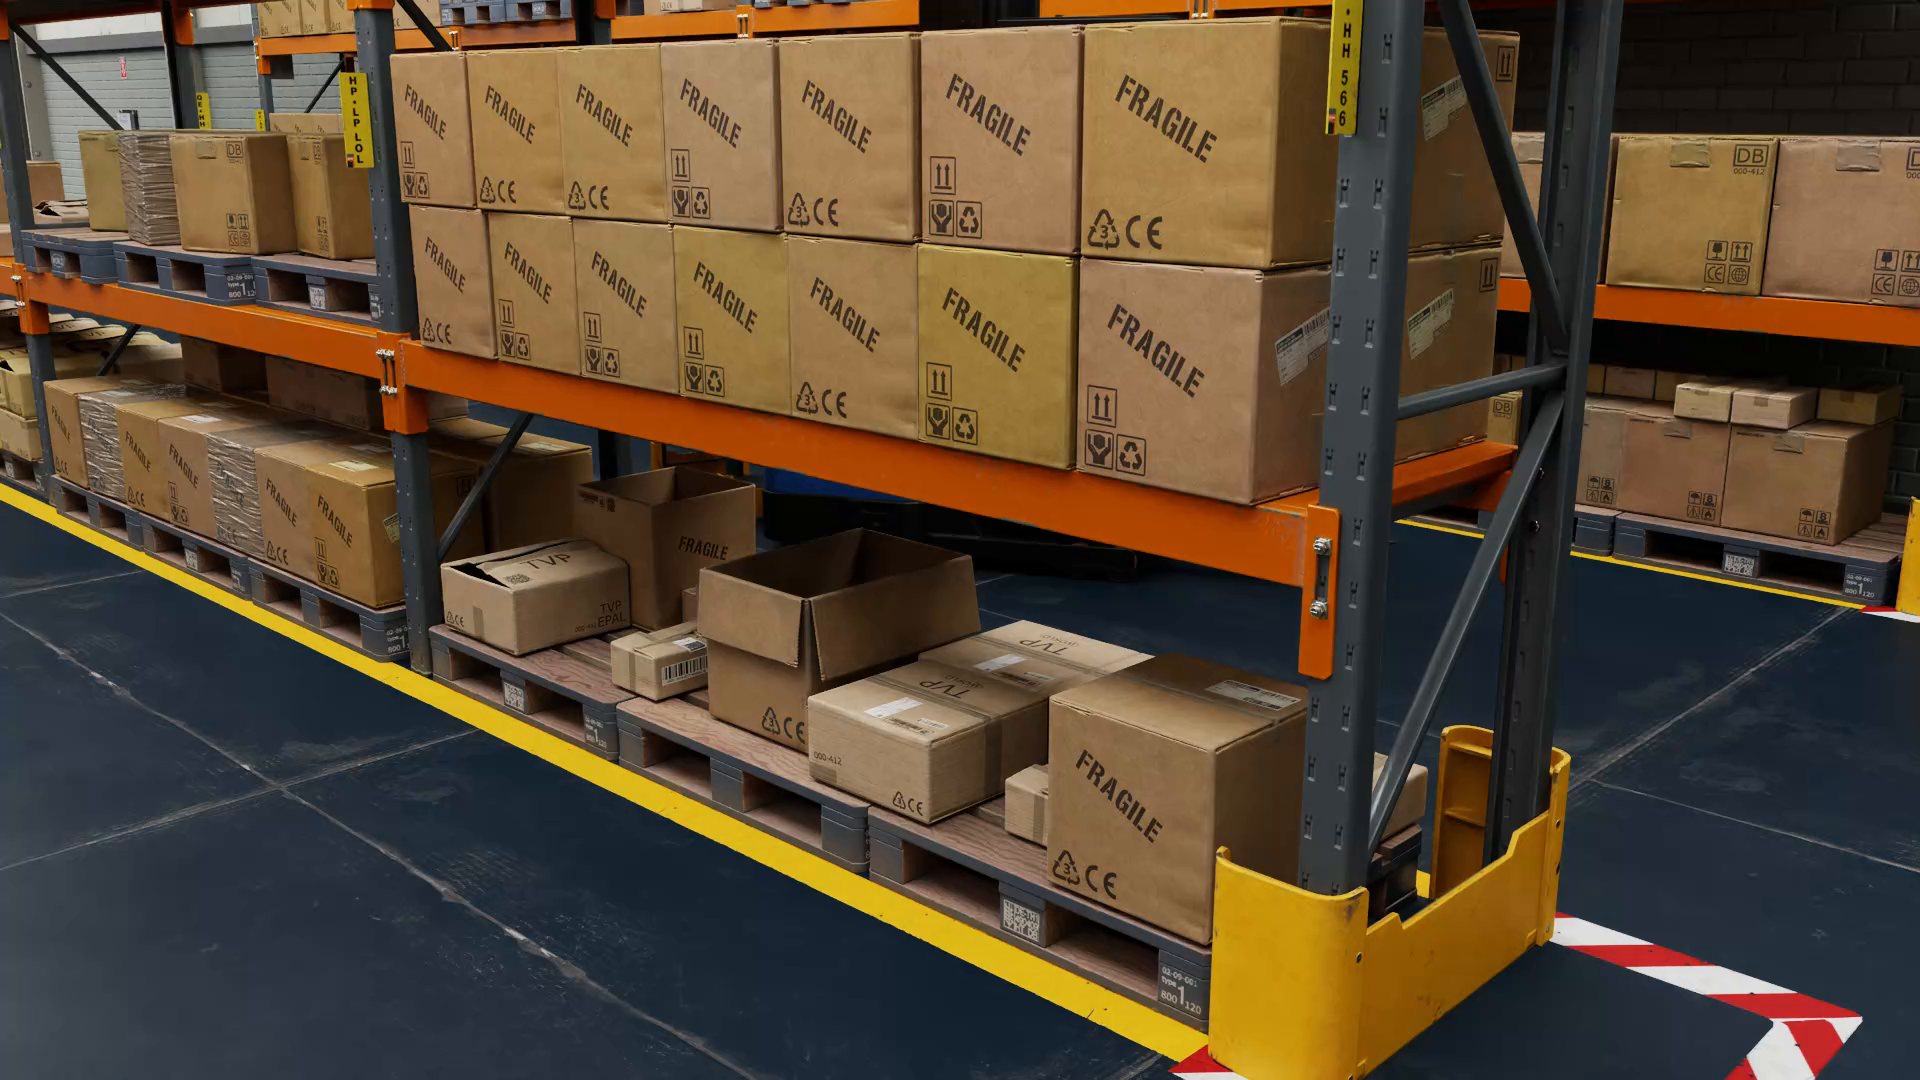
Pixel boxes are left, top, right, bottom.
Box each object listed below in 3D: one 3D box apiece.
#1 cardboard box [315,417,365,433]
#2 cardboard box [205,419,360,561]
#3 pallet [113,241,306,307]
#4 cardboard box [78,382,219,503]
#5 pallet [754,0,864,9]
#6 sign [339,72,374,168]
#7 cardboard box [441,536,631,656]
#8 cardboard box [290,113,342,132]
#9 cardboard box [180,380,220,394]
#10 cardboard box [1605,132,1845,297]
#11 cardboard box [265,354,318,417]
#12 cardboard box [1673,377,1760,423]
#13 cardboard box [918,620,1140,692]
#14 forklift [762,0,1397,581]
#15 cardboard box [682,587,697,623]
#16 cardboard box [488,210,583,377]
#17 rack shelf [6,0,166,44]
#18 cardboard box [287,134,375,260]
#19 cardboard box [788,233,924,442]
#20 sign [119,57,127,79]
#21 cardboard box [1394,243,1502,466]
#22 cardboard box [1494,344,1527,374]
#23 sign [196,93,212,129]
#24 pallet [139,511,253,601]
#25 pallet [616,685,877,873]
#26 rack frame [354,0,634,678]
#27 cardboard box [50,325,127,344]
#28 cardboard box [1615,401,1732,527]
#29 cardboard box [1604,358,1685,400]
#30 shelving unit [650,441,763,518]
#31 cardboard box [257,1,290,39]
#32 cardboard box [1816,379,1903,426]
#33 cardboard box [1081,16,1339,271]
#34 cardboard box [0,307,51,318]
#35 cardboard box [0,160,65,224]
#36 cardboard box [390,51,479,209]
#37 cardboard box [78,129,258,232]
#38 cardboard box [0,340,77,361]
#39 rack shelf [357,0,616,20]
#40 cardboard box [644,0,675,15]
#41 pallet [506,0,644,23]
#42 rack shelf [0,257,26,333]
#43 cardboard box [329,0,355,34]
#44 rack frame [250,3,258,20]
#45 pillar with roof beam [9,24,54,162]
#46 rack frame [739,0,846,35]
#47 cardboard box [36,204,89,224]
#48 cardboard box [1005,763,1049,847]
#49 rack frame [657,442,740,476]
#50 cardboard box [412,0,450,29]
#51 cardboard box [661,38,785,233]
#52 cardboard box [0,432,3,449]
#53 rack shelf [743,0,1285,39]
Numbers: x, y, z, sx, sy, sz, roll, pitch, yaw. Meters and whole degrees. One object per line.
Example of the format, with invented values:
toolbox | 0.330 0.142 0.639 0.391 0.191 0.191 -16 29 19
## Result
cardboard box | -2.673 -0.334 7.851 0.500 0.500 0.500 14 20 43
cardboard box | -3.012 -0.235 7.472 0.500 0.500 0.500 14 20 43
pallet | -3.224 -1.290 7.813 1.213 0.211 1.003 14 20 42
cardboard box | -4.117 -0.503 8.499 0.500 0.500 0.500 13 19 40
pallet | -0.691 -3.879 11.795 1.213 0.211 1.003 -13 20 -42
sign | -2.130 -1.481 5.870 0.005 0.325 0.100 14 20 42
cardboard box | -1.595 0.179 6.256 0.500 0.311 0.500 14 20 42
cardboard box | -6.466 -4.095 16.971 0.500 0.500 0.500 14 20 42
cardboard box | -3.791 -0.604 8.887 0.500 0.500 0.500 -14 20 -42
cardboard box | 3.662 -1.580 7.950 0.700 0.700 0.980 13 20 42
cardboard box | -3.008 -0.780 8.073 0.500 0.250 0.500 13 20 41
cardboard box | 3.591 -0.668 7.883 0.380 0.149 0.250 -14 20 -43
cardboard box | 0.218 0.474 5.244 0.500 0.250 0.500 14 20 42
forklift | 0.604 -1.375 7.898 3.031 2.935 1.130 4 15 15
cardboard box | -0.829 0.248 6.314 0.250 0.149 0.380 14 20 42
cardboard box | -1.199 -0.843 5.519 0.500 0.500 0.500 14 20 43
rack shelf | -6.067 -3.175 10.148 4.000 0.370 1.077 14 20 42
cardboard box | -2.472 -1.506 7.231 0.700 0.500 0.500 -11 18 -35
cardboard box | -0.110 -0.578 4.502 0.500 0.500 0.500 14 20 43
sign | -11.854 -6.687 23.550 0.199 0.298 0.001 14 20 42
cardboard box | 0.996 -0.496 4.187 0.500 0.500 0.500 -14 20 -43
cardboard box | 2.941 -0.959 9.001 0.250 0.149 0.380 14 20 43
sign | -4.257 -2.344 9.340 0.005 0.325 0.100 14 20 42
pallet | -3.242 -0.022 8.096 1.213 0.211 1.003 14 20 42
pallet | -0.371 0.661 5.475 1.213 0.211 1.003 14 20 42
rack frame | -1.747 -1.022 6.405 0.127 3.000 1.000 14 20 42
cardboard box | -5.550 -1.191 10.562 0.500 0.311 0.500 13 19 41
cardboard box | 3.634 -0.407 8.170 0.500 0.500 0.700 14 20 42
cardboard box | 3.495 -0.825 8.486 0.250 0.149 0.380 14 20 43
shelving unit | -1.270 -0.974 9.195 0.587 1.500 1.083 -9 17 -30
cardboard box | -6.883 -5.428 17.126 0.500 0.500 0.500 -14 20 -43
cardboard box | 4.223 -0.648 7.808 0.250 0.149 0.380 14 20 43
cardboard box | 0.621 -0.882 3.687 0.500 0.500 0.500 13 20 42
cardboard box | -6.637 -1.457 11.584 0.500 0.311 0.500 -14 20 -43
cardboard box | -5.846 -2.061 10.195 0.500 0.500 0.500 12 19 39
cardboard box | -1.603 -1.421 5.754 0.500 0.500 0.500 -14 20 -43
cardboard box | -4.095 -1.884 8.682 0.500 0.500 0.700 7 16 24
cardboard box | -5.554 -1.003 9.840 0.500 0.311 0.500 13 20 41
rack shelf | -0.308 -1.775 4.774 4.000 0.370 1.077 14 20 42
cardboard box | -2.060 -4.377 13.087 0.797 0.503 0.637 -11 18 -37
pallet | -2.951 -4.374 13.694 1.003 0.211 1.213 14 20 42
rack shelf | -6.067 -1.724 10.526 4.000 0.370 1.077 14 20 42
cardboard box | -5.744 -5.147 16.050 0.500 0.500 0.500 -13 19 -41
rack frame | -6.950 -6.925 17.162 0.127 3.000 1.000 14 20 42
pillar with roof beam | -17.473 -8.278 22.356 0.400 9.000 9.100 14 20 42
rack frame | -1.191 -2.622 12.545 0.127 3.000 1.000 14 20 42
cardboard box | -4.858 -1.750 9.378 0.500 0.311 0.500 -13 19 -41
cardboard box | 0.341 0.699 4.548 0.250 0.166 0.380 14 20 42
rack frame | -1.534 -1.086 9.626 0.500 1.500 0.032 -9 17 -30
cardboard box | -4.608 -4.875 15.007 0.500 0.500 0.500 -14 20 -43
cardboard box | -0.490 -1.150 4.716 0.500 0.500 0.500 -14 20 -42
cardboard box | -5.548 -0.732 9.913 0.500 0.250 0.500 13 20 42
rack shelf | 0.249 -3.375 10.914 4.000 0.370 1.077 14 20 42
